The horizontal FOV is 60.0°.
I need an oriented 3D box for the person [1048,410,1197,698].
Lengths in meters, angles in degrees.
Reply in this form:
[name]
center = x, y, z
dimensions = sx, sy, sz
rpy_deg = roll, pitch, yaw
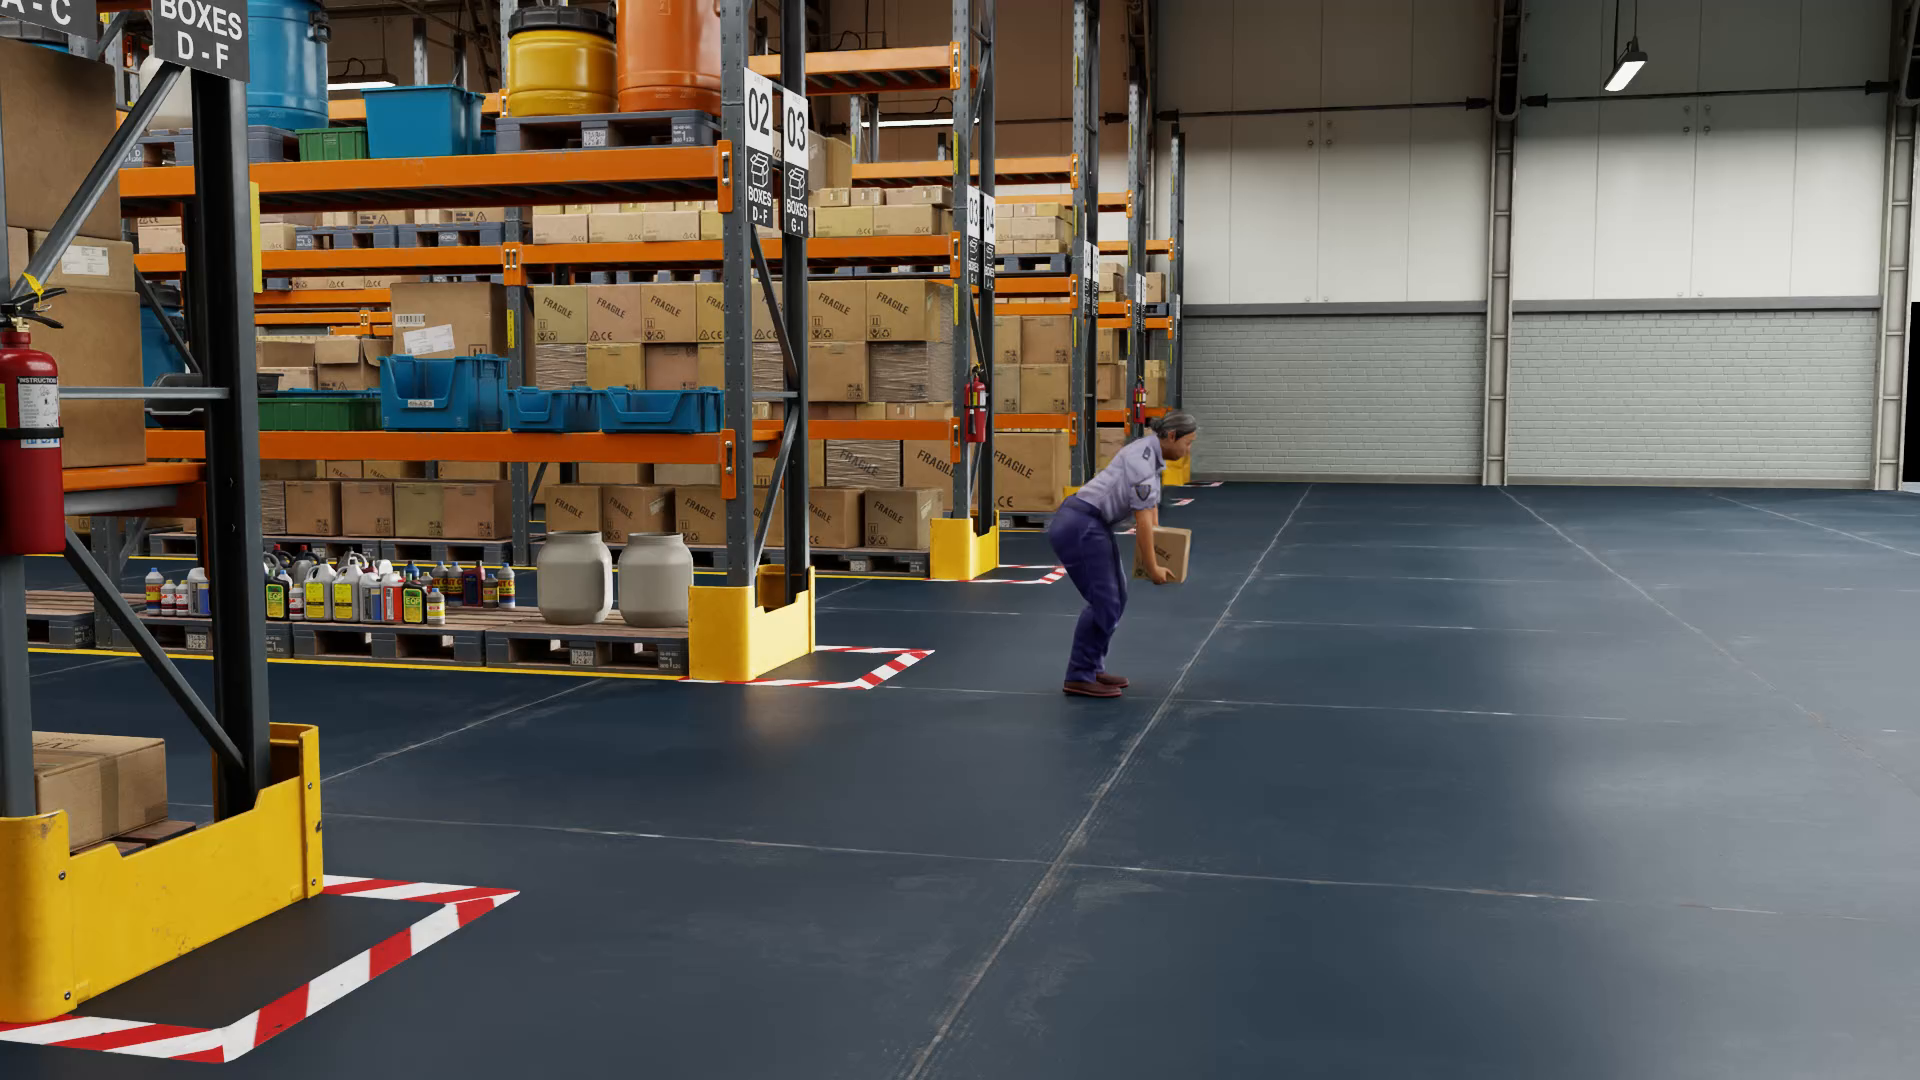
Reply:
[person]
center = 0.821, 0.064, 8.404
dimensions = 0.728, 1.437, 0.454
rpy_deg = 1, 5, 12
